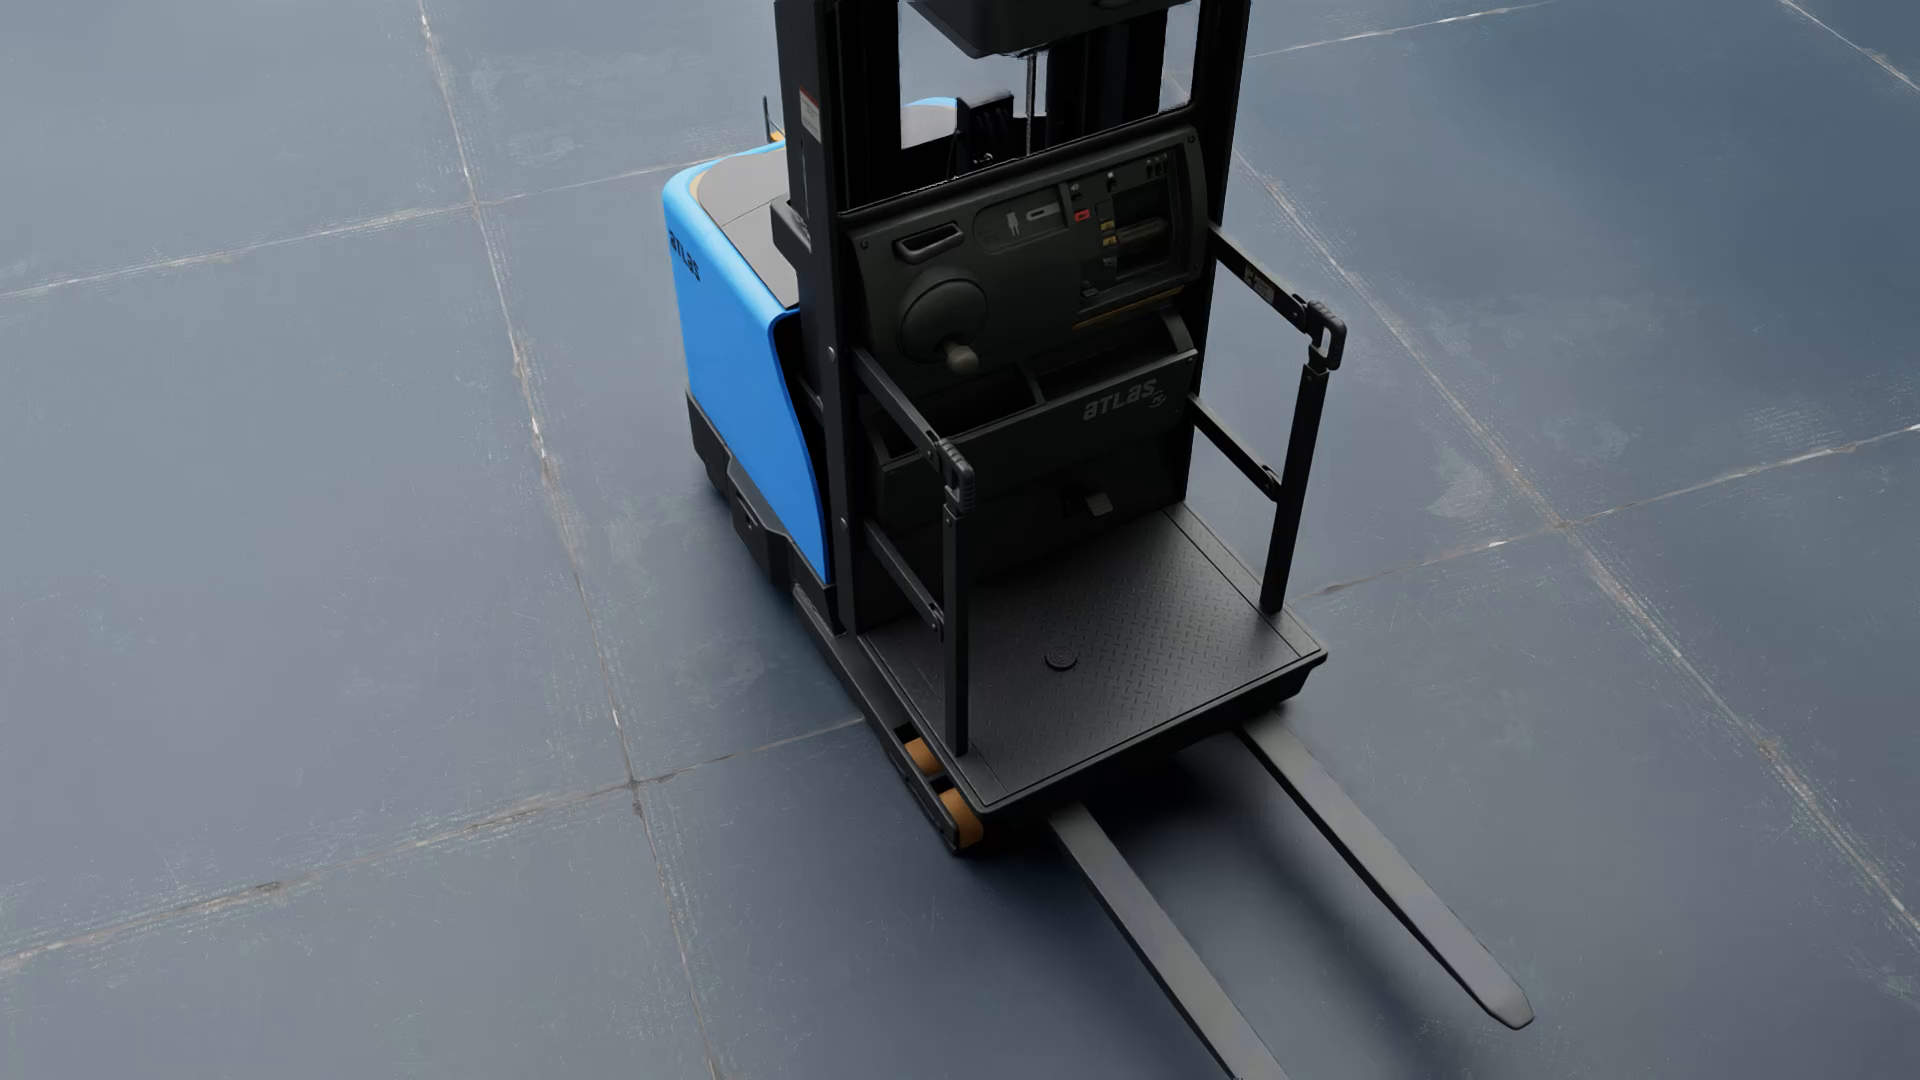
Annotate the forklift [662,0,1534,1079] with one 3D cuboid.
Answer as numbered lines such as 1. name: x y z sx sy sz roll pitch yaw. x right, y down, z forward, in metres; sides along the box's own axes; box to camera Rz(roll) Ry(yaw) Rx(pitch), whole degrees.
1. forklift: 0.290 -0.589 3.767 1.130 2.935 3.031 -22 49 -20

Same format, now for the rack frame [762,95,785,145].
1. rack frame: -0.552 -0.937 5.438 0.008 1.050 0.200 -22 47 -21

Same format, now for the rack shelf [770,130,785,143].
1. rack shelf: -0.450 -1.178 5.292 0.240 0.259 0.215 -22 47 -21

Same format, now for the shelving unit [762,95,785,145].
1. shelving unit: -0.446 -0.980 5.481 0.252 1.050 0.215 -22 47 -21
